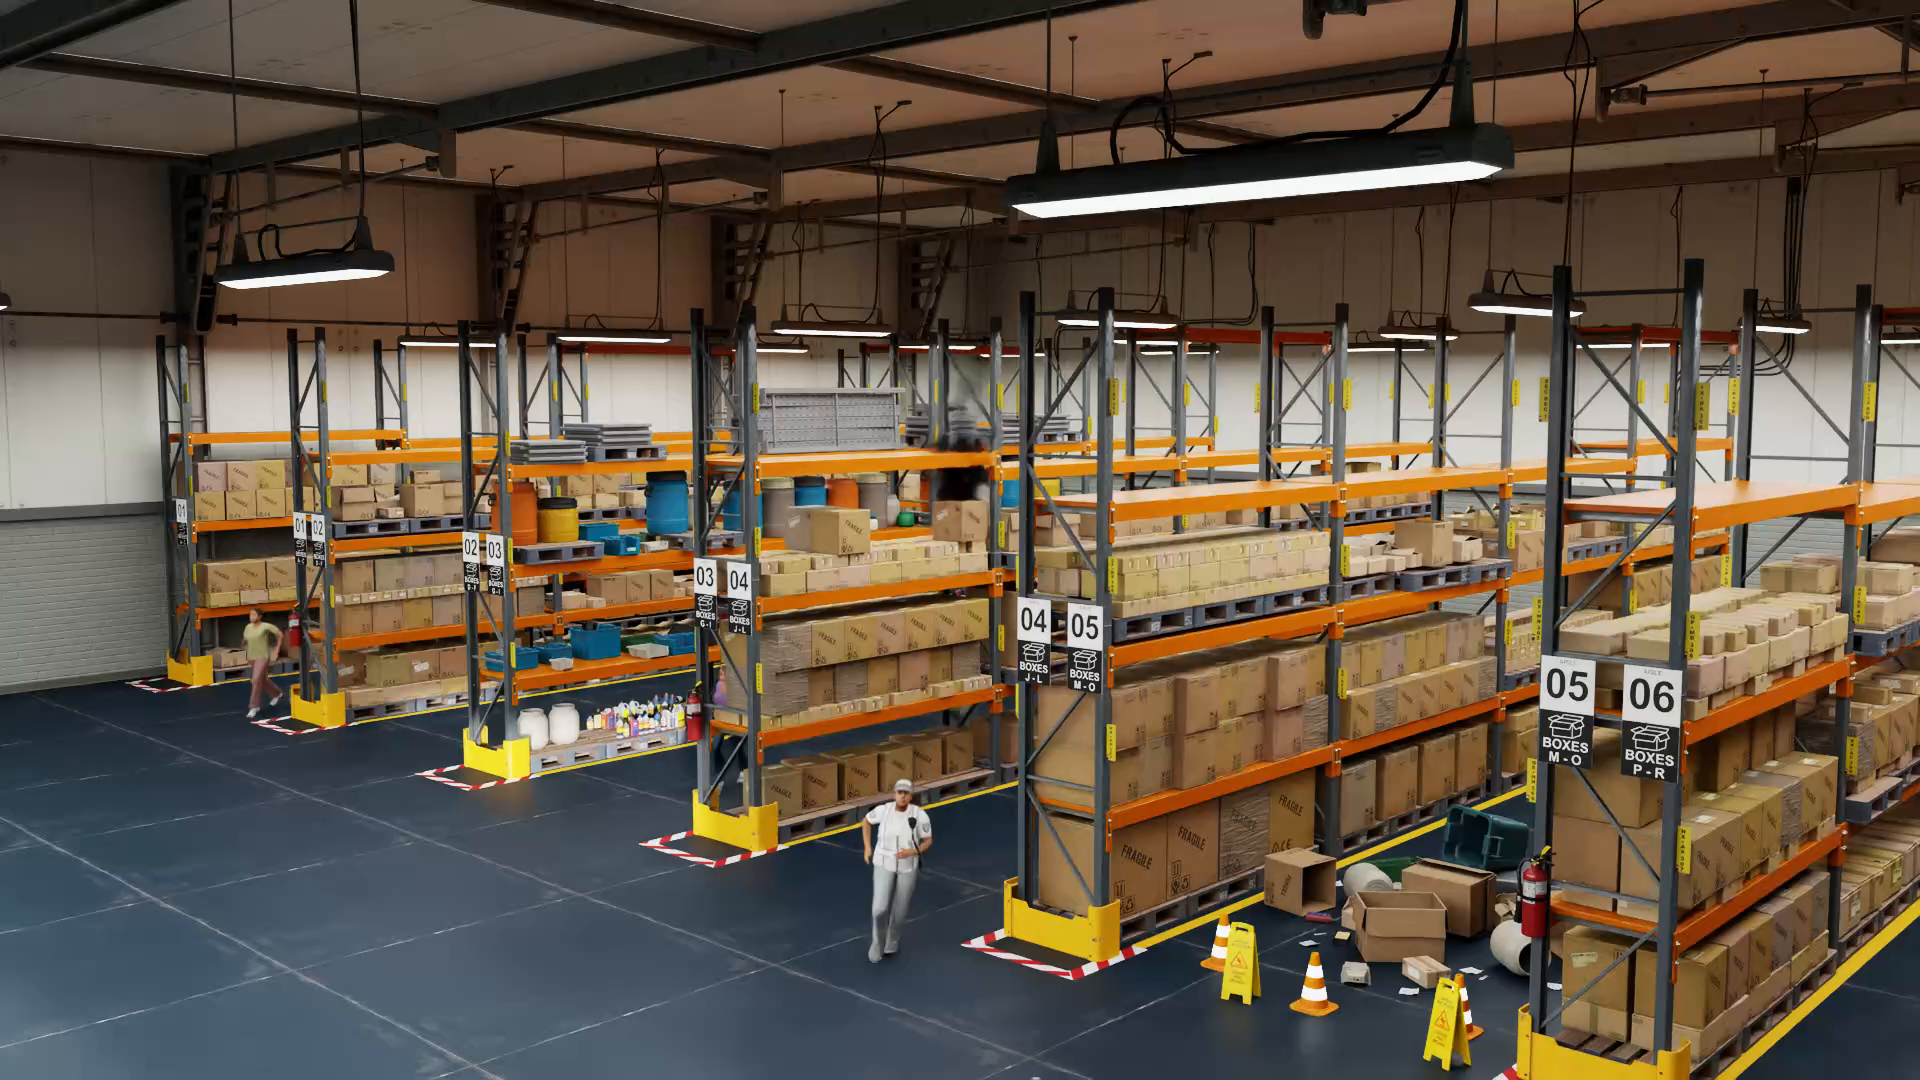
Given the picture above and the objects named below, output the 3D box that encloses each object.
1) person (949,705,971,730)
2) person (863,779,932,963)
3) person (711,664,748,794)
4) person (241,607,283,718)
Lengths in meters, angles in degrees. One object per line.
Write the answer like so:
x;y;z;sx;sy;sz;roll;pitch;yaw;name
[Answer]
0.005;2.091;23.947;0.615;1.658;0.540;4;7;37;person
-0.557;2.959;14.913;0.619;1.657;0.615;0;5;-5;person
-2.937;2.386;21.099;0.502;1.628;0.801;2;6;20;person
-10.999;1.884;26.147;0.610;1.684;0.924;2;6;18;person
